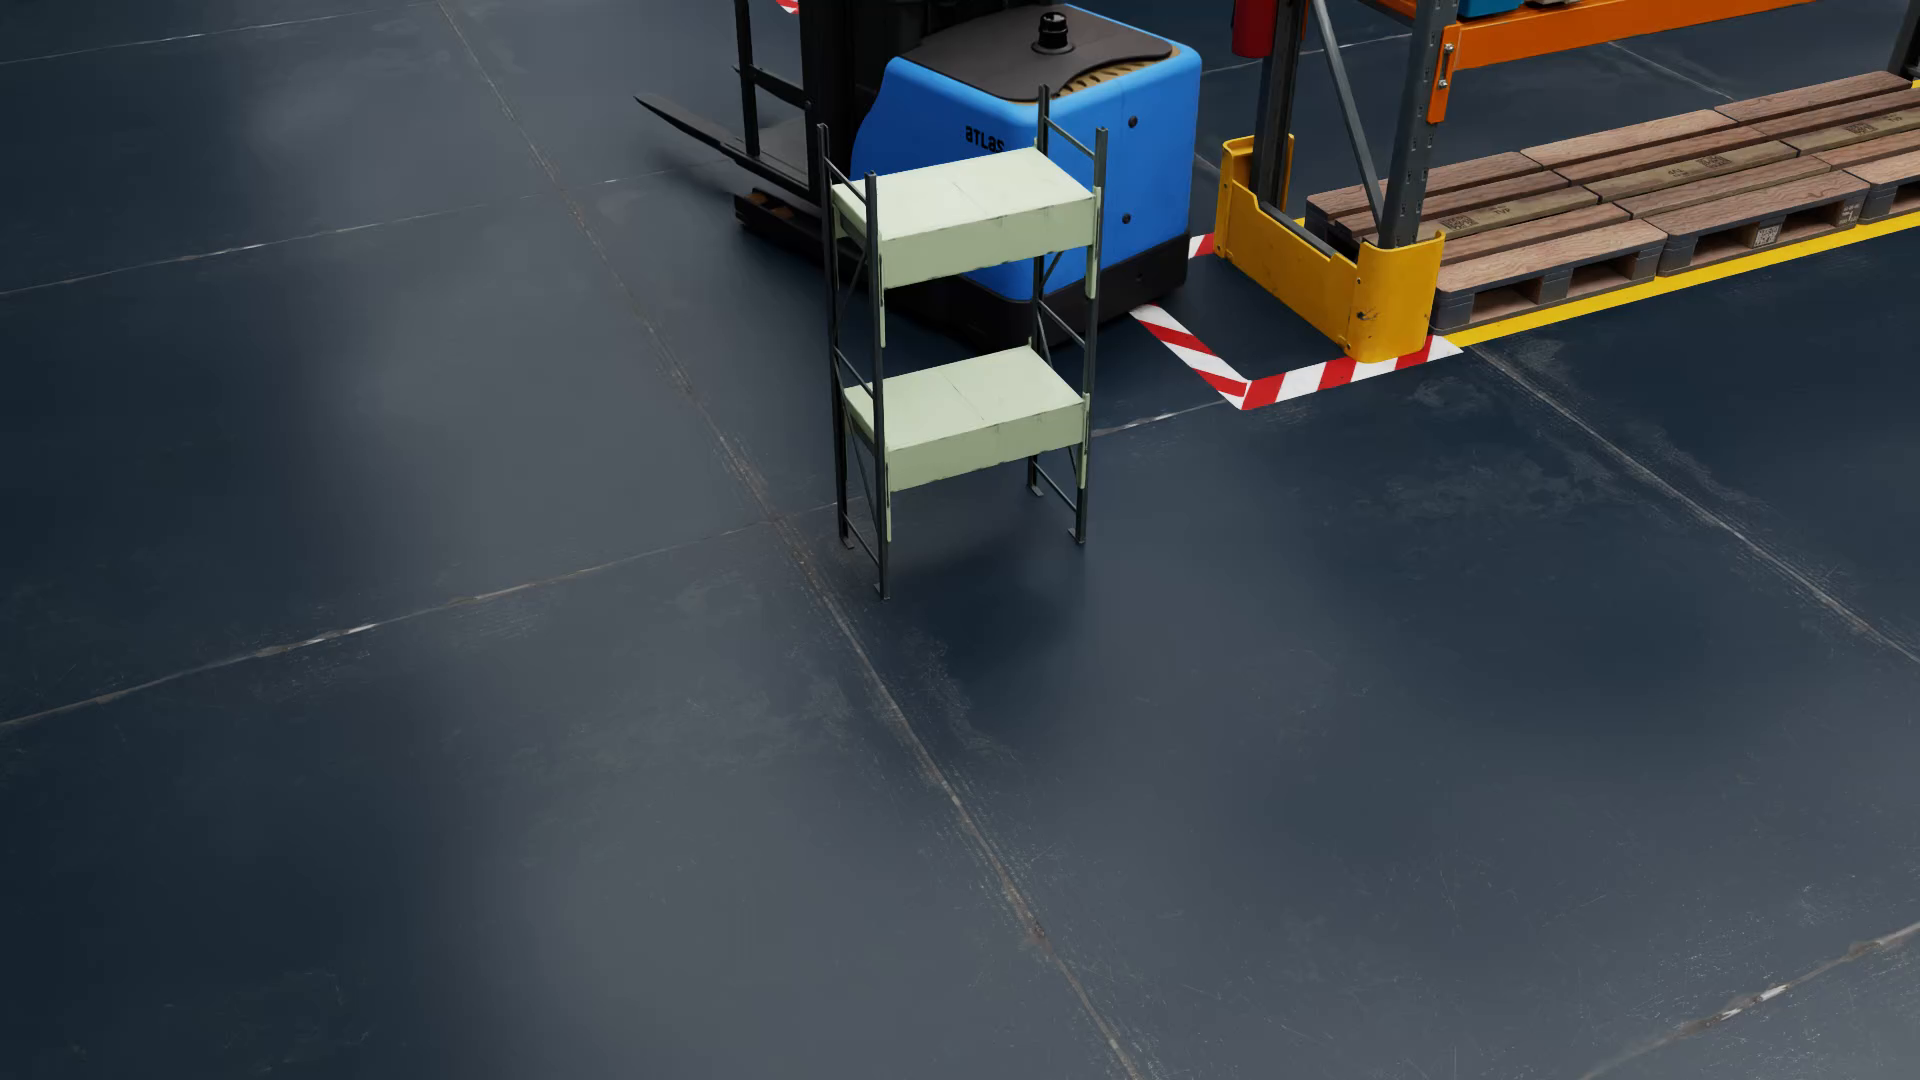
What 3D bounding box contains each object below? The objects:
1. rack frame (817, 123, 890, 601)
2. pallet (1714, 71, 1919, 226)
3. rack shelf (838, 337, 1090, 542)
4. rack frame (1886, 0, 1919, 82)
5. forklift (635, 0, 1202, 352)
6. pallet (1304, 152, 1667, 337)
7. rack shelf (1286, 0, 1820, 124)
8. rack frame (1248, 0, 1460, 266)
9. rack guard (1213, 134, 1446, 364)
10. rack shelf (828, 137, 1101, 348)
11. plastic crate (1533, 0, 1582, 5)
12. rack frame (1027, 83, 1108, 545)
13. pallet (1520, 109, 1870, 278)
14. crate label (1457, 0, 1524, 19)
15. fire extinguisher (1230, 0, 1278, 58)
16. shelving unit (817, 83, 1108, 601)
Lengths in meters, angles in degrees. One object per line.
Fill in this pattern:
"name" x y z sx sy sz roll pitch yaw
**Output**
"rack frame" -0.325 -0.511 5.181 0.023 1.500 0.400 -16 39 -20
"pallet" 4.513 -1.961 8.216 1.213 0.211 1.003 -16 39 -20
"rack shelf" 0.006 -0.342 5.500 0.720 0.370 0.431 -16 39 -20
"rack frame" 5.162 -3.288 7.665 0.127 3.000 1.000 -16 39 -20
"forklift" -0.385 -2.705 6.936 1.130 2.935 3.031 -28 45 -32
"pallet" 2.304 -1.343 7.383 1.213 0.211 1.003 -16 39 -20
"rack shelf" 3.352 -2.492 7.196 4.000 0.370 1.077 -16 39 -20
"rack frame" 1.541 -2.275 6.300 0.127 3.000 1.000 -16 39 -20
"rack guard" 1.525 -1.258 7.027 0.348 0.500 1.175 -16 39 -20
"rack shelf" 0.006 -0.918 5.073 0.720 0.370 0.431 -16 39 -20
"plastic crate" 2.230 -2.115 6.254 0.298 0.136 0.250 -16 39 -20
"rack frame" 0.337 -0.697 5.430 0.023 1.500 0.400 -16 39 -20
"pallet" 3.407 -1.649 7.797 1.213 0.211 1.003 -16 39 -20
"crate label" 1.904 -2.117 6.176 0.303 0.233 0.416 -16 39 -20
"fire extinguisher" 1.211 -2.301 6.713 0.183 0.674 0.296 -16 39 -20
"shelving unit" 0.006 -0.604 5.305 0.755 1.500 0.431 -16 39 -20
